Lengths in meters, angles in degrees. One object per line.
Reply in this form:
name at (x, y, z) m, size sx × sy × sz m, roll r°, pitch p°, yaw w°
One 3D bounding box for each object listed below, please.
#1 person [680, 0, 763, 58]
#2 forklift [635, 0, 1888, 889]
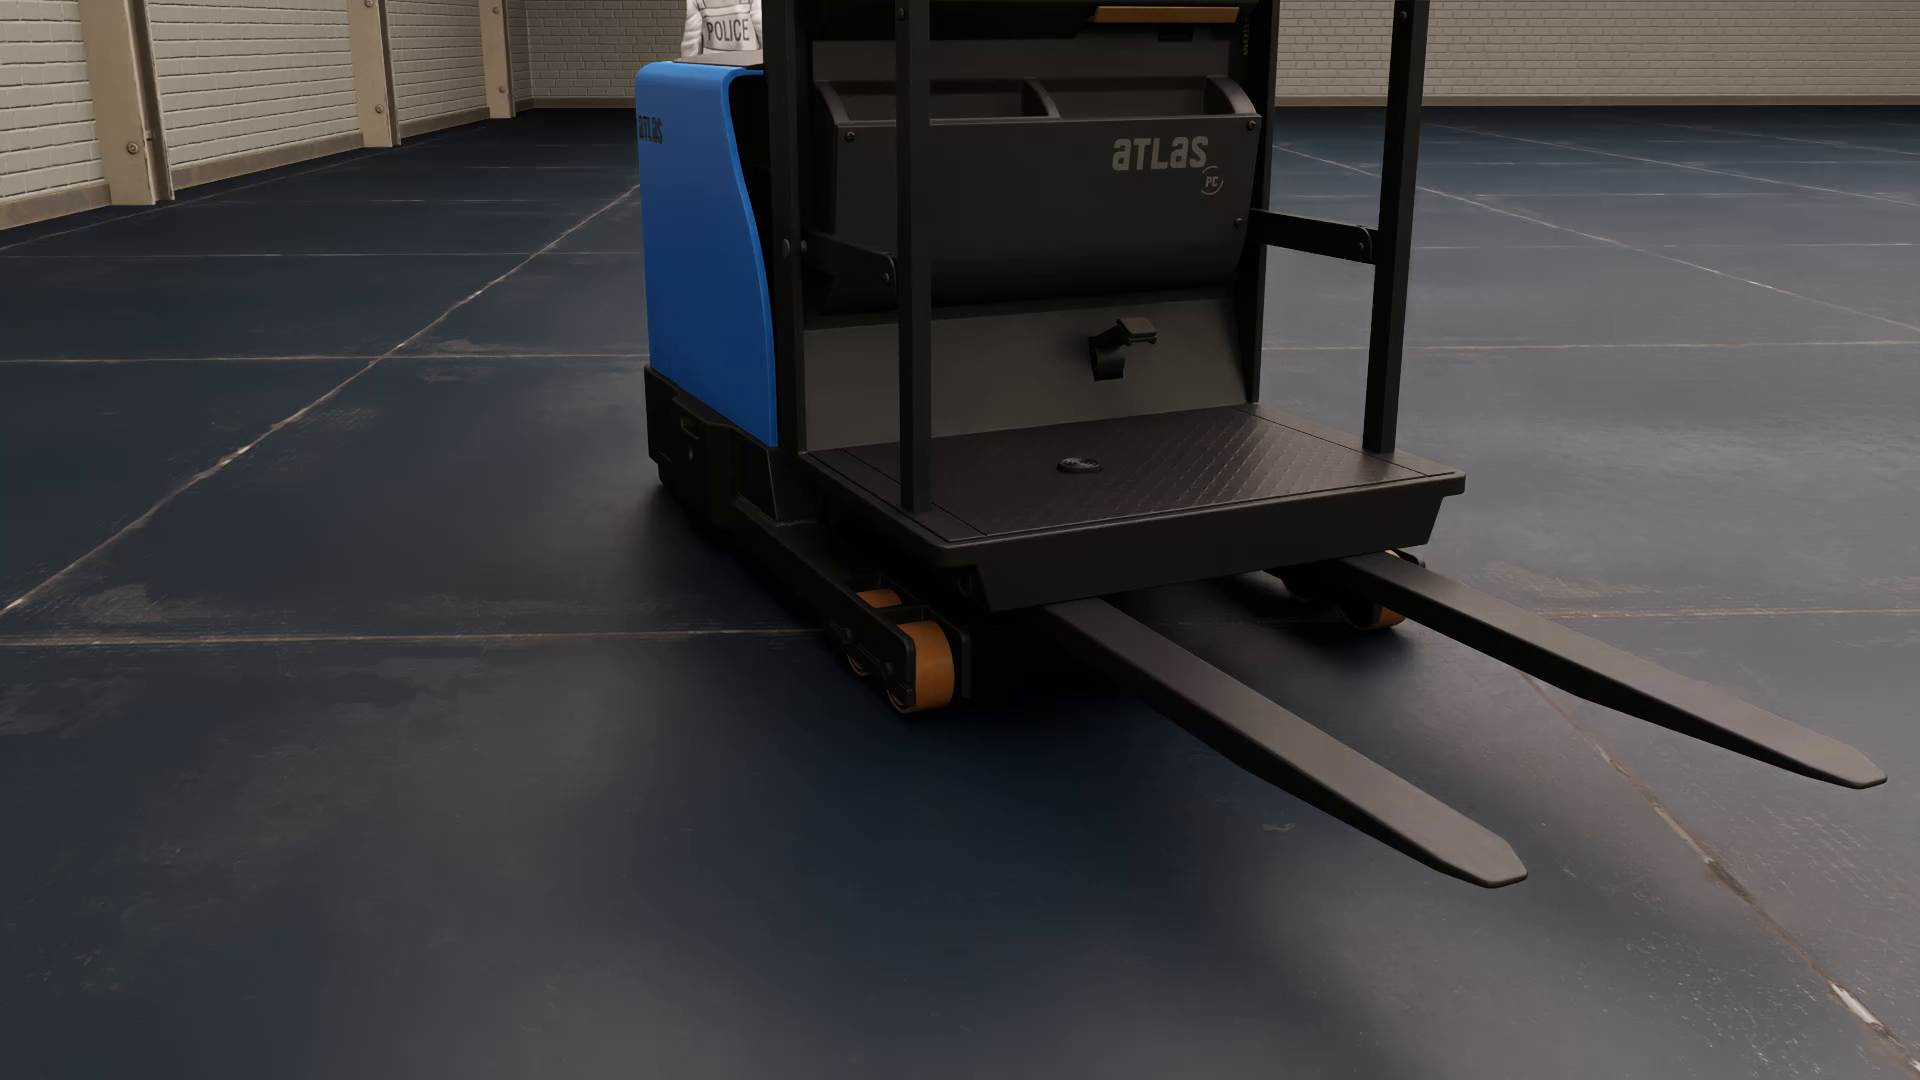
person at (-1.307, -2.644, 9.640) m, size 0.586 × 1.694 × 0.532 m, roll 0°, pitch 17°, yaw -1°
forklift at (0.258, -1.240, 2.962) m, size 1.130 × 2.935 × 3.031 m, roll -8°, pitch 19°, yaw -24°
